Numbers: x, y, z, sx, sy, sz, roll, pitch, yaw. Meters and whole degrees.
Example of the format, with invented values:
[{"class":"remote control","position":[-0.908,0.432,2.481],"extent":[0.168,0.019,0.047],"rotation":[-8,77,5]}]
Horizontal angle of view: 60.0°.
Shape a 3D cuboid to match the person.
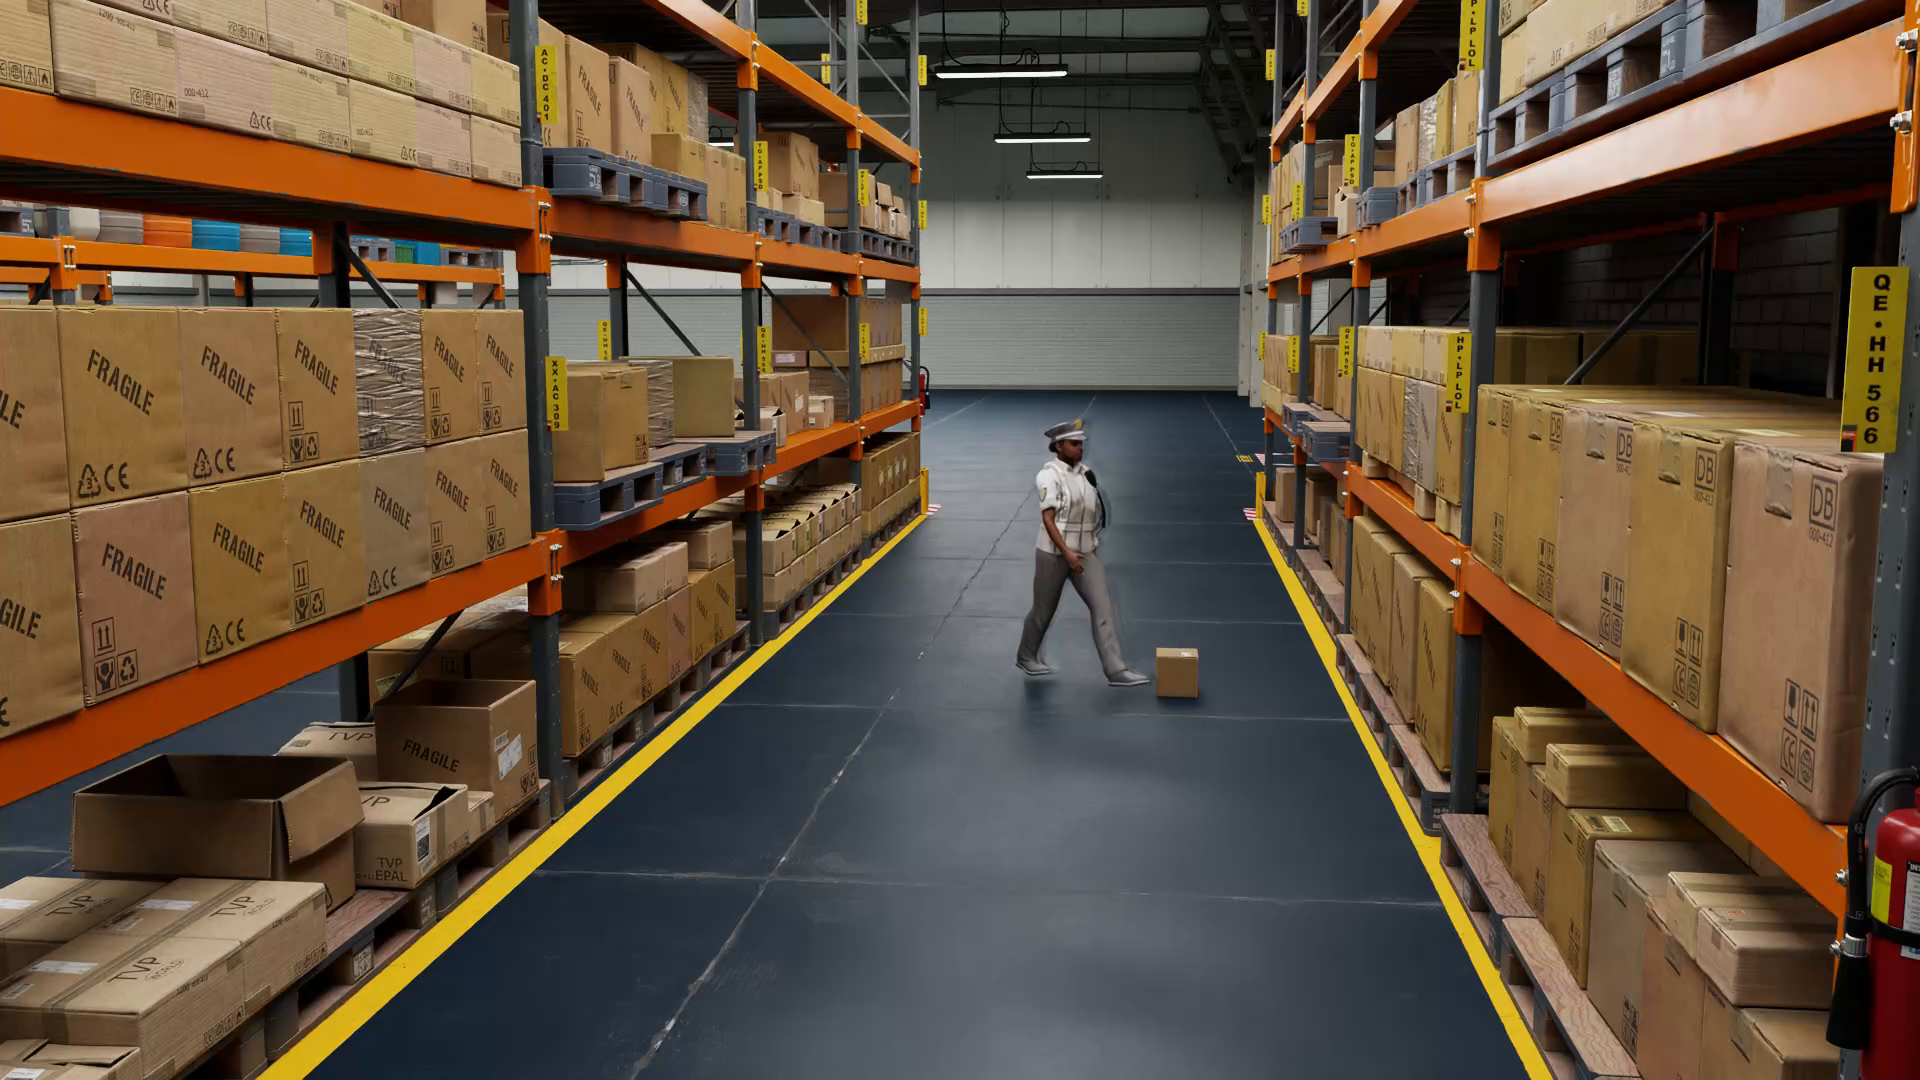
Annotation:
[{"class":"person","position":[0.708,0.077,10.112],"extent":[0.457,1.614,1.012],"rotation":[-5,9,-33]}]
